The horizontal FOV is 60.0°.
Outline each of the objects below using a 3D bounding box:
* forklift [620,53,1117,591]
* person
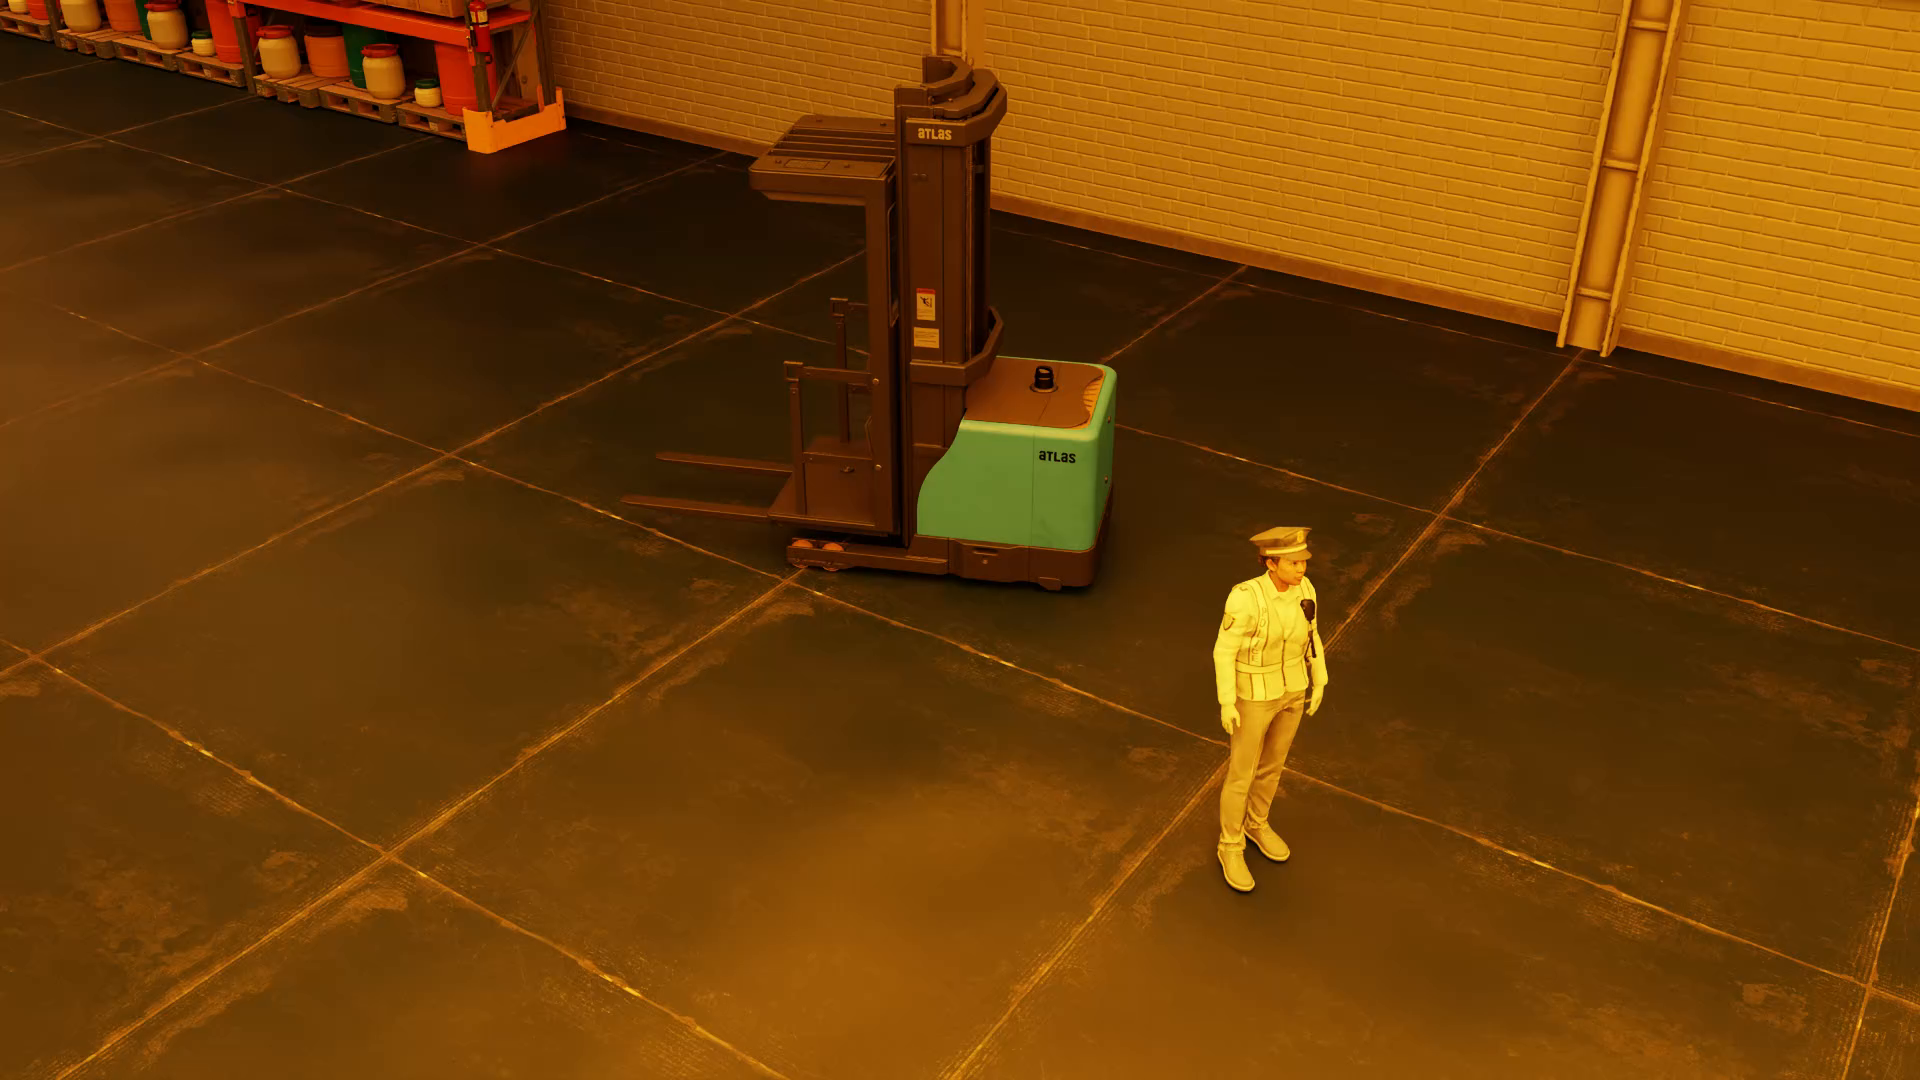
[{"bbox_3d":[-0.596,-1.330,9.871,3.031,2.935,1.130,6,31,10],"label":"forklift"},{"bbox_3d":[1.437,0.726,7.548,0.588,1.697,0.534,-13,33,-21],"label":"person"}]
